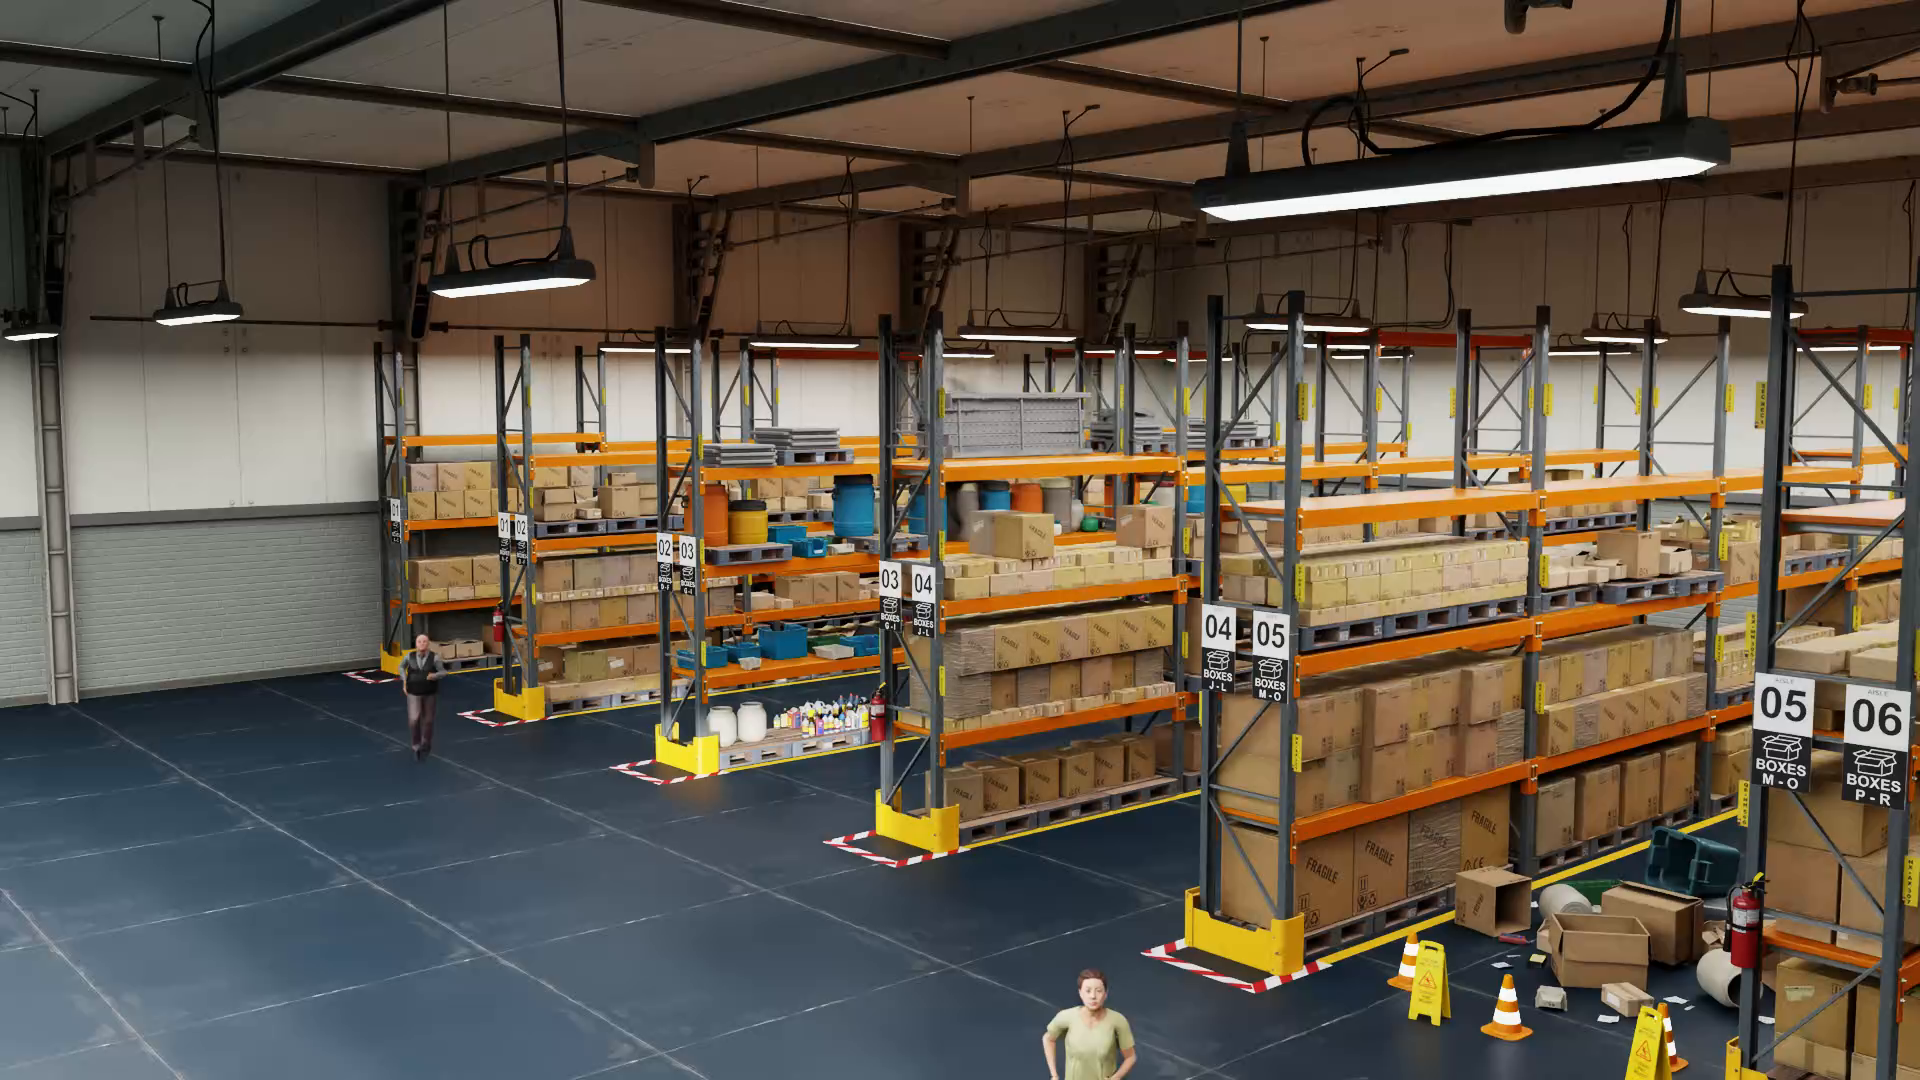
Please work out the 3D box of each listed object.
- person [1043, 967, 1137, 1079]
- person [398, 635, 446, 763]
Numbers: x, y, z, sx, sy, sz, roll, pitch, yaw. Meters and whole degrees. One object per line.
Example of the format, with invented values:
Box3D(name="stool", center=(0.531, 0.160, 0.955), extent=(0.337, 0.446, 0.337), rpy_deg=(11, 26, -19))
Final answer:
Box3D(name="person", center=(0.796, 3.431, 10.159), extent=(0.573, 1.630, 0.537), rpy_deg=(0, 5, 1))
Box3D(name="person", center=(-7.502, 2.204, 23.228), extent=(0.638, 1.783, 0.779), rpy_deg=(-2, 5, -18))
